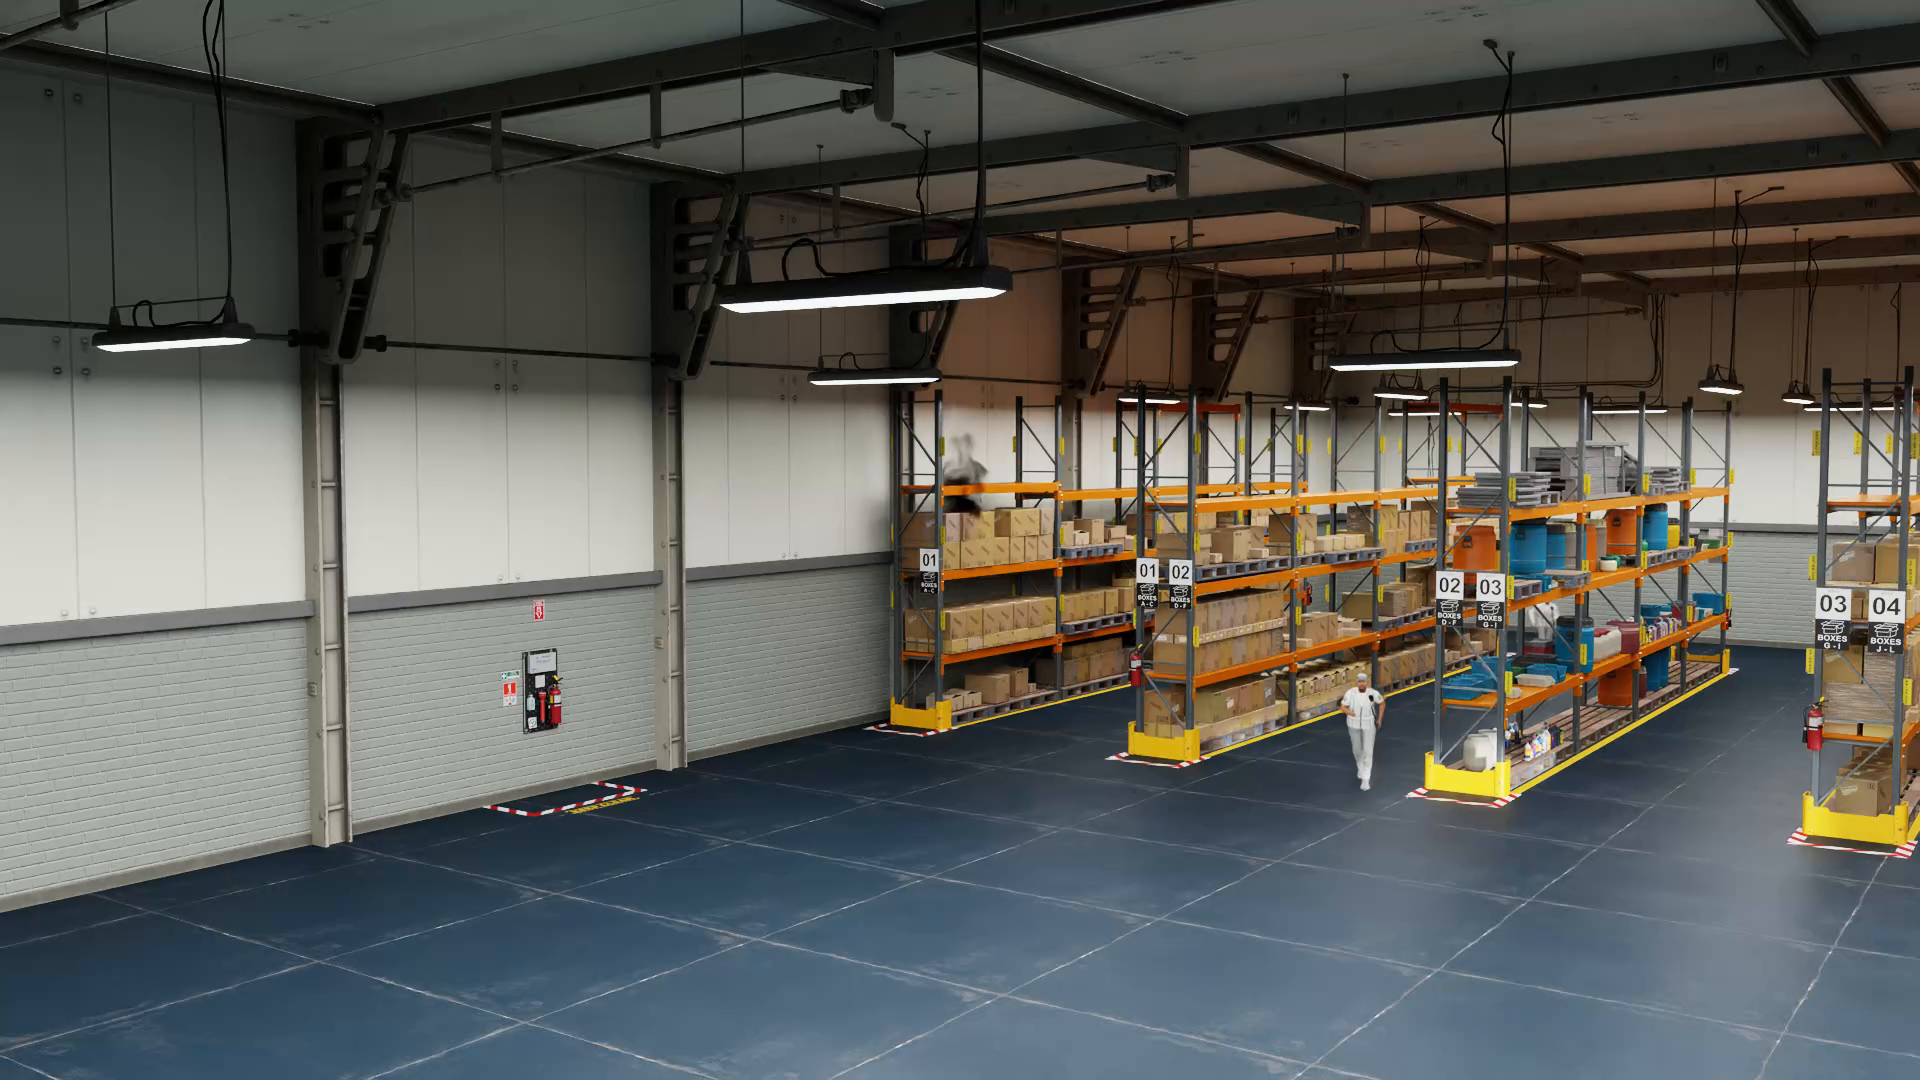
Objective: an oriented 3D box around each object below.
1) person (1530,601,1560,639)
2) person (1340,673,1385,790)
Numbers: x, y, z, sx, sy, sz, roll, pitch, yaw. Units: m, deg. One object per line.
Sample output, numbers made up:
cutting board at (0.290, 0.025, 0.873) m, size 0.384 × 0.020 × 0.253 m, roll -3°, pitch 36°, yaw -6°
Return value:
person at (13.400, 2.012, 38.078) m, size 0.627 × 1.736 × 0.845 m, roll 1°, pitch 3°, yaw 12°
person at (5.955, 2.793, 24.633) m, size 0.635 × 1.684 × 0.901 m, roll 1°, pitch 3°, yaw 19°
